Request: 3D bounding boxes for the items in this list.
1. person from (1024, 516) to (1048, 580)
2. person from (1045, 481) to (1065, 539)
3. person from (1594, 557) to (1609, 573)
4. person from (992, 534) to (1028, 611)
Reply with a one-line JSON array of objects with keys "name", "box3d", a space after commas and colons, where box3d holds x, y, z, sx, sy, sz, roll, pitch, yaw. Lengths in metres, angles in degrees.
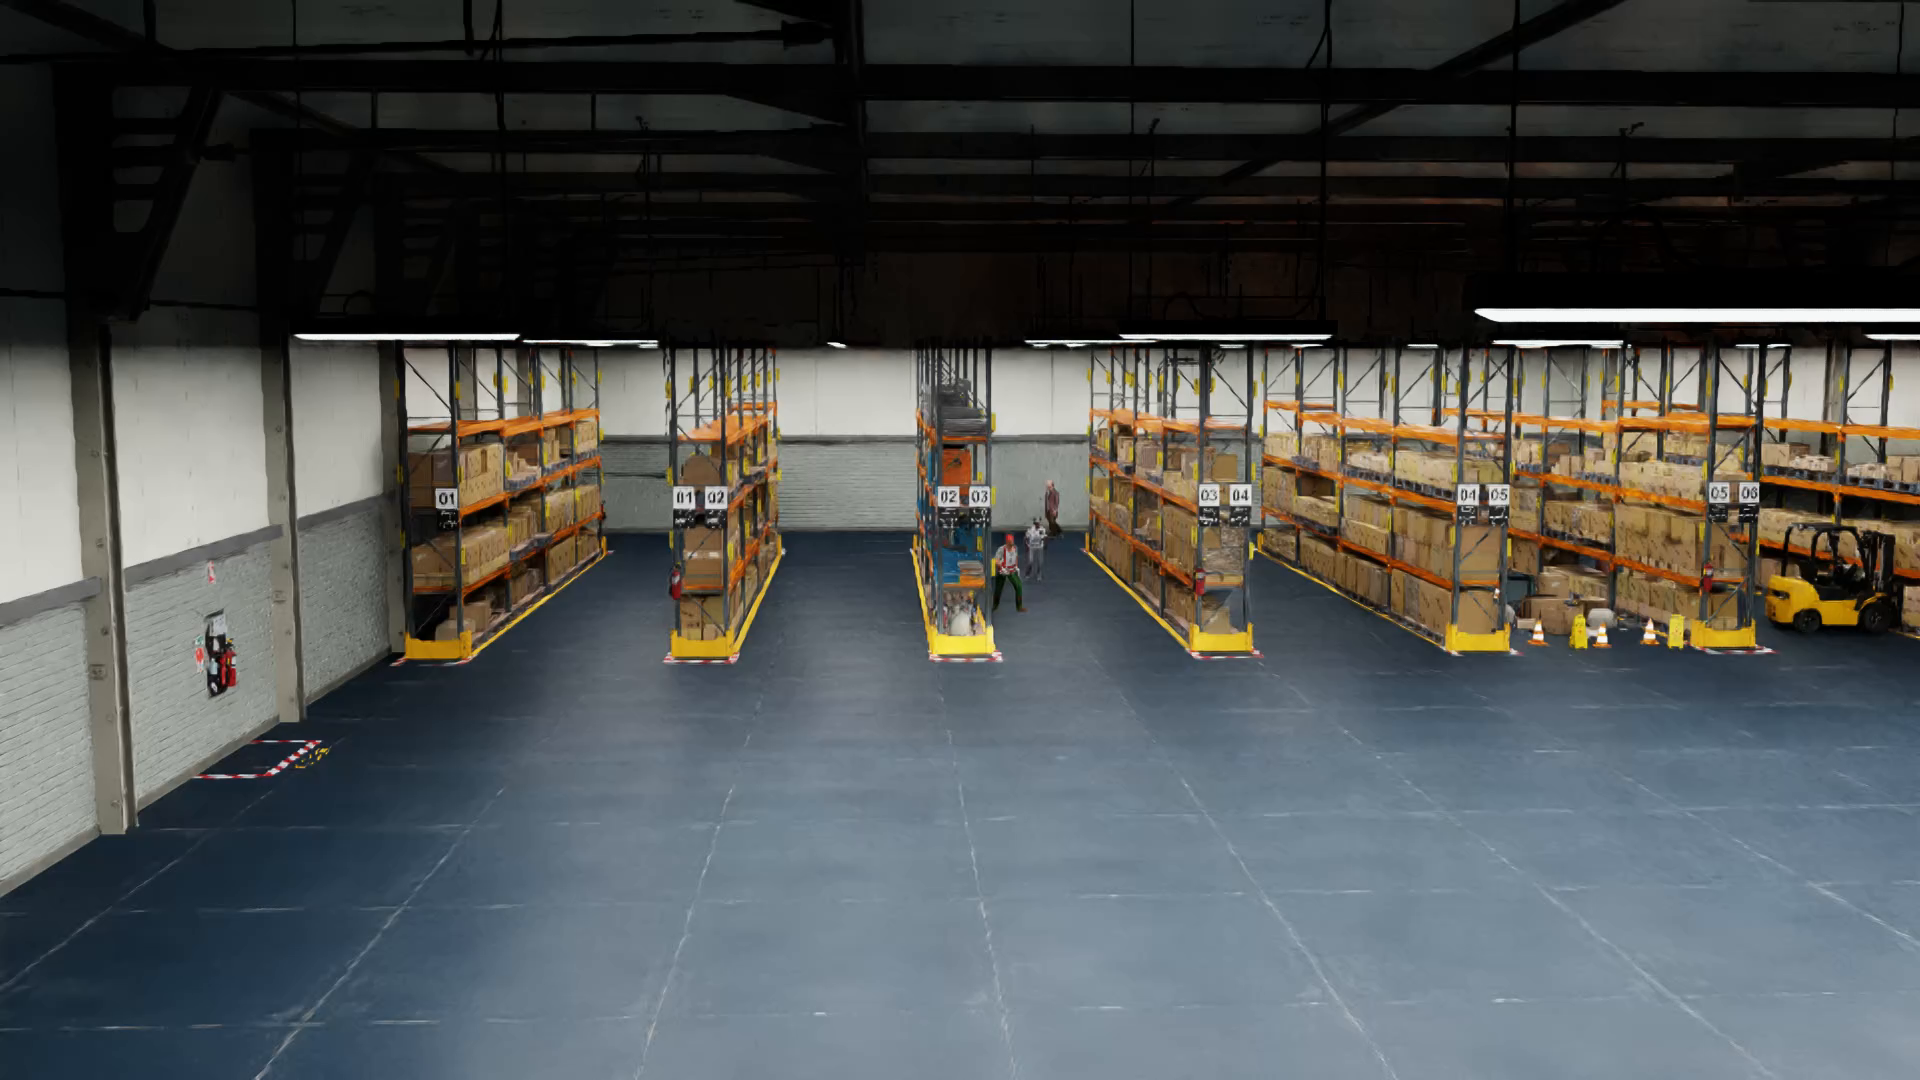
[{"name": "person", "box3d": [1.894, 0.201, 41.595, 0.592, 1.629, 0.531, -1, 7, -5]}, {"name": "person", "box3d": [2.852, -0.920, 50.647, 0.529, 1.771, 0.759, -5, 8, -36]}, {"name": "person", "box3d": [16.043, 0.141, 41.722, 0.569, 1.668, 0.560, 4, 7, 29]}, {"name": "person", "box3d": [1.046, 0.705, 36.584, 0.677, 1.715, 0.826, -3, 7, -21]}]
